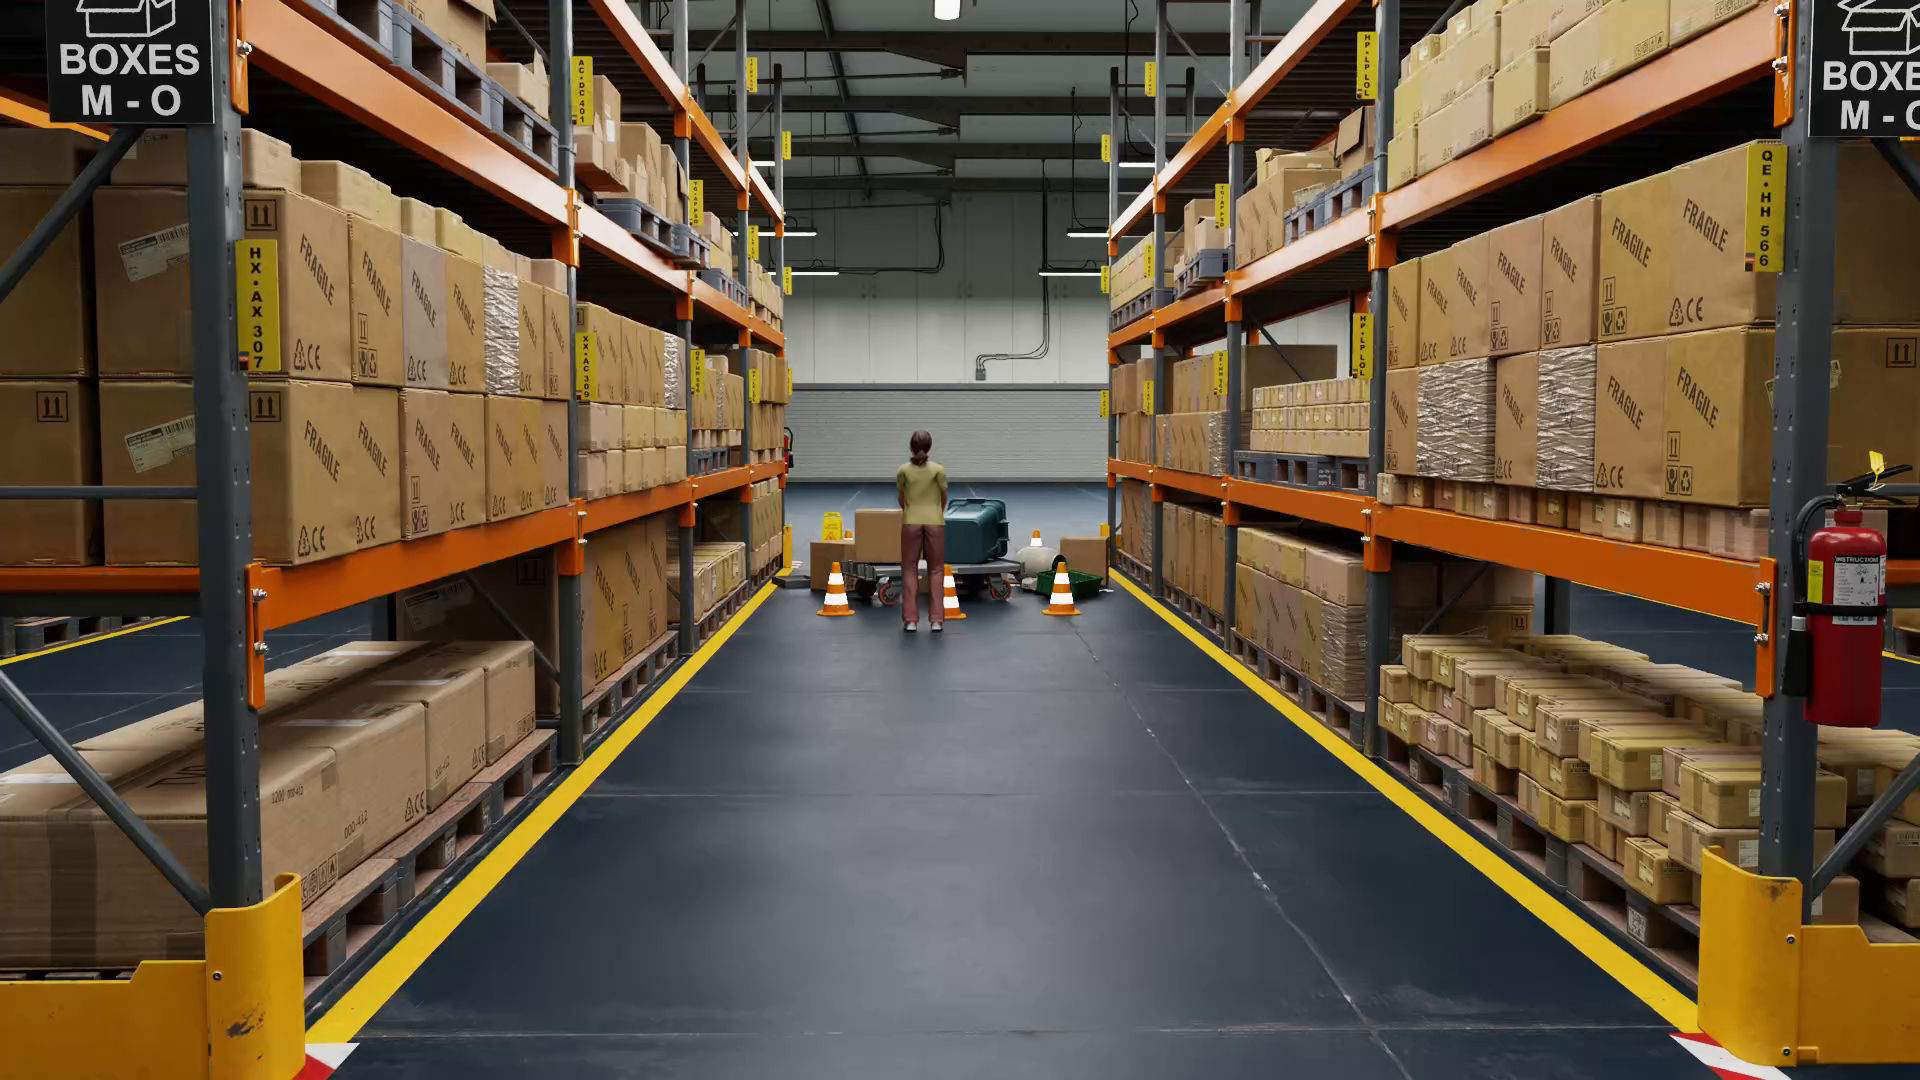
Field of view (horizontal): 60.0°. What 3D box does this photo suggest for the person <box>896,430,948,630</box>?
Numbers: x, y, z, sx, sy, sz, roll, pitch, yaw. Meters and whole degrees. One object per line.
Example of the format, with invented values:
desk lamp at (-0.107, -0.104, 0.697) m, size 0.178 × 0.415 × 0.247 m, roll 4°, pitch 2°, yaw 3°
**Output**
person at (-0.315, -0.082, 13.849) m, size 0.426 × 1.652 × 0.561 m, roll 0°, pitch 4°, yaw -1°
